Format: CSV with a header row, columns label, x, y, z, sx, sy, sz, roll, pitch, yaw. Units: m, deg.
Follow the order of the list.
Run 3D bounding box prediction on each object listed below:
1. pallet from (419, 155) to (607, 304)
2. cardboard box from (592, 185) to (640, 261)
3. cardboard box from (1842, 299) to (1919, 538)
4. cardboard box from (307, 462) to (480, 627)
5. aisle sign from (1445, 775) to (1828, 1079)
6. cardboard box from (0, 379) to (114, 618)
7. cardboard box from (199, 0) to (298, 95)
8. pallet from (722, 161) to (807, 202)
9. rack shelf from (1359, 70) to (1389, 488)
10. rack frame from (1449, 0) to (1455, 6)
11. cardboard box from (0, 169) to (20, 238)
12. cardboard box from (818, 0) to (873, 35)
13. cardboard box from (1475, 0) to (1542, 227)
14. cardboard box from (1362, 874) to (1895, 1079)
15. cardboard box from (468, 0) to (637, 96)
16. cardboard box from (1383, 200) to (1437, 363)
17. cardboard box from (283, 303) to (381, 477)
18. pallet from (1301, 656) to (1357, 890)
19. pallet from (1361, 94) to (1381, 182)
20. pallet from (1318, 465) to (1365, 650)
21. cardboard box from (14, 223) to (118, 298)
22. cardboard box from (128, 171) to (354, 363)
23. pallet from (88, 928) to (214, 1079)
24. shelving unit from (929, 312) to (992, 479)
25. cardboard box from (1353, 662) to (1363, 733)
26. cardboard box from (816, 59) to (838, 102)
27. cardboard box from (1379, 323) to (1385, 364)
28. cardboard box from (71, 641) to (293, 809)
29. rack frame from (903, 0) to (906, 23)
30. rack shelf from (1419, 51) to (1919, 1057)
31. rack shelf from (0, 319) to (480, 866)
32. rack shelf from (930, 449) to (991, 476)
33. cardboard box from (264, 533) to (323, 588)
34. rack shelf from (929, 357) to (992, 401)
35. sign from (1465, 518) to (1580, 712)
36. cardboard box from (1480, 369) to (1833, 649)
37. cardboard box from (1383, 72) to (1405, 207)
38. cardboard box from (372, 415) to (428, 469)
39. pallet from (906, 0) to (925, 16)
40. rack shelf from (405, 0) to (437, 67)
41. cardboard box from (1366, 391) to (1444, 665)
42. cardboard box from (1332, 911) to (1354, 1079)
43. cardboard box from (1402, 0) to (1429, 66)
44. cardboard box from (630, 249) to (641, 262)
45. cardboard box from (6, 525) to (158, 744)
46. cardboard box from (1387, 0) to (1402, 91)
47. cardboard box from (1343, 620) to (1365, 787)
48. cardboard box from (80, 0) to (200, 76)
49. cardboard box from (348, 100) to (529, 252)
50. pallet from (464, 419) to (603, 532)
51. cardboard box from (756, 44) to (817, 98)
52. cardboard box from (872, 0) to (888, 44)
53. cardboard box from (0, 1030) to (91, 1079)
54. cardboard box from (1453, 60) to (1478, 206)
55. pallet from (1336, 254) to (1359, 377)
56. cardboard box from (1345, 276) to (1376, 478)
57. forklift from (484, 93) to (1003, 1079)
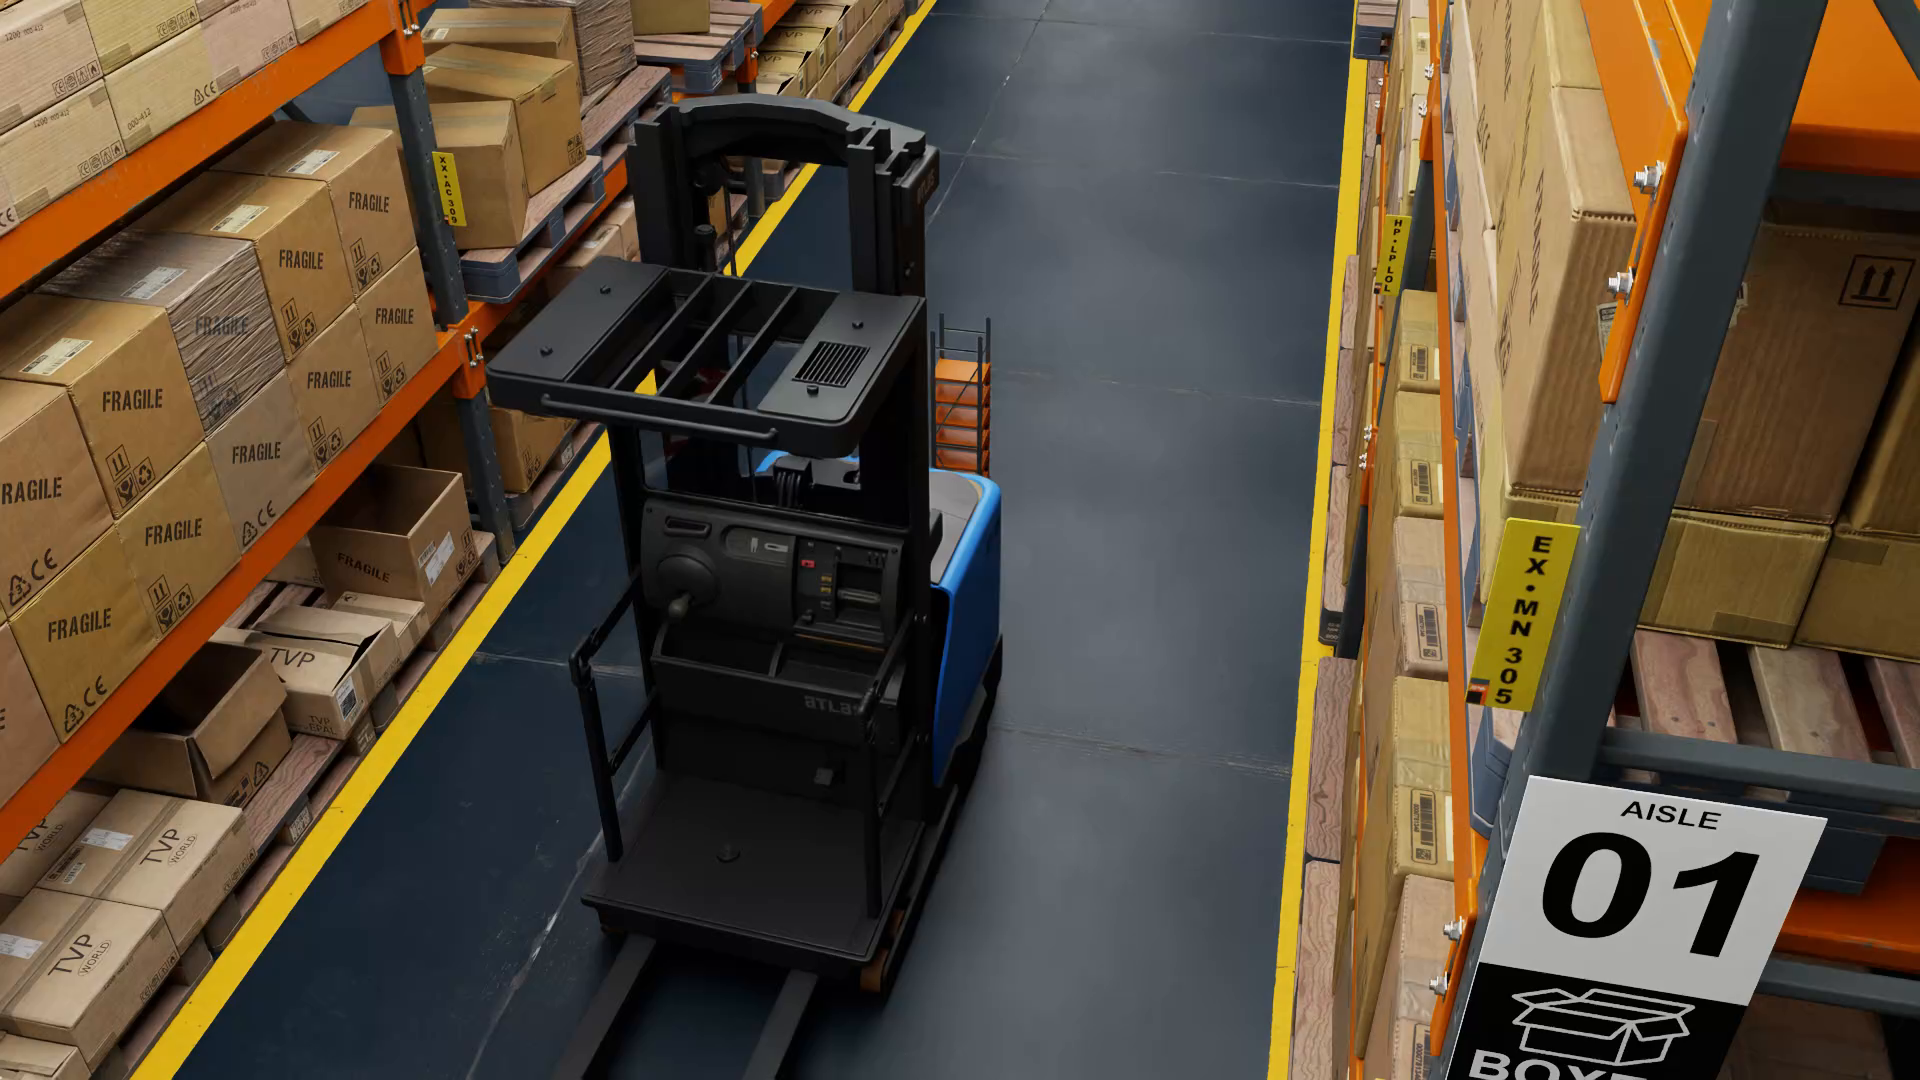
label,x,y,z,sx,sy,sz,roll,pitch,yaw
pallet,-2.403,-1.553,8.000,1.003,0.211,1.213,7,37,10
cardboard box,-2.019,-1.763,9.243,0.500,0.250,0.500,7,36,9
cardboard box,1.697,-0.330,2.639,0.500,0.500,0.500,6,36,8
cardboard box,-2.525,0.010,7.435,0.500,0.500,0.500,7,37,10
aisle sign,0.997,0.677,2.545,0.394,0.787,0.004,7,37,10
cardboard box,-2.967,-0.146,4.959,0.500,0.500,0.500,8,37,11
cardboard box,-2.642,-1.742,5.670,0.500,0.250,0.500,7,37,10
pallet,-1.612,-2.817,11.957,1.003,0.211,1.213,7,37,10
rack shelf,2.587,-1.423,8.270,1.077,0.370,4.000,7,37,10
rack frame,2.160,-2.996,4.716,1.000,3.000,0.127,7,37,10
cardboard box,-2.952,-0.881,4.482,0.500,0.250,0.500,7,37,10
cardboard box,-0.992,-4.203,13.001,0.500,0.311,0.500,7,37,10
cardboard box,1.416,-0.981,3.538,0.500,0.500,0.500,6,36,8
cardboard box,1.404,1.311,3.630,0.980,0.700,0.700,9,37,12
cardboard box,-2.233,-2.814,9.134,0.700,0.500,0.500,14,38,19
cardboard box,2.012,-1.032,6.763,0.500,0.500,0.500,7,36,9
cardboard box,-2.646,-0.612,6.453,0.500,0.500,0.500,8,37,11
pallet,1.921,0.988,6.707,1.003,0.211,1.213,7,37,10
pallet,3.445,-2.876,12.039,1.003,0.211,1.213,7,37,10
pallet,2.251,0.110,7.918,1.003,0.211,1.213,7,37,10
cardboard box,-3.276,-0.806,5.869,0.500,0.500,0.500,6,36,9
cardboard box,-2.643,-1.015,6.157,0.500,0.500,0.500,7,36,9
pallet,-3.349,1.736,5.676,1.003,0.211,1.213,7,37,10
shelving unit,0.003,-0.494,7.909,0.258,1.200,0.189,7,37,10
cardboard box,1.648,0.602,6.083,0.380,0.149,0.250,8,37,12
cardboard box,-1.216,-3.386,12.352,0.500,0.250,0.500,6,36,9
cardboard box,1.986,-0.851,7.065,0.380,0.149,0.250,8,37,11
cardboard box,-3.077,0.724,6.447,0.797,0.503,0.637,7,37,10
rack frame,-0.972,-5.772,13.658,1.000,3.000,0.127,7,37,10
rack shelf,1.732,-0.344,4.225,1.077,0.370,4.000,7,37,10
rack shelf,-3.108,0.252,5.959,1.077,0.370,4.000,7,37,10
rack shelf,0.003,-0.361,8.006,0.258,0.103,0.180,7,37,10
cardboard box,-2.982,-0.062,7.696,0.500,0.311,0.500,7,37,10
rack shelf,0.003,-0.750,7.724,0.258,0.103,0.180,7,37,10
sign,0.778,0.109,2.300,0.100,0.325,0.005,7,37,10
cardboard box,1.202,-0.091,2.949,0.500,0.250,0.500,8,37,11
cardboard box,2.328,-1.900,7.960,0.500,0.500,0.500,8,37,11
cardboard box,-2.855,-0.671,8.375,0.500,0.500,0.500,7,37,10
pallet,-0.761,-5.094,15.099,1.003,0.211,1.213,7,37,10
rack shelf,-2.253,-3.256,8.243,1.077,0.370,4.000,7,37,10
cardboard box,1.866,0.038,5.386,0.980,0.700,0.700,6,36,9
cardboard box,1.571,1.579,5.288,0.700,0.500,0.500,6,36,8
cardboard box,2.448,-2.510,8.162,0.500,0.250,0.500,8,37,10
cardboard box,-2.014,-1.481,9.493,0.500,0.500,0.500,6,36,8
cardboard box,-2.968,0.262,5.248,0.500,0.500,0.500,7,37,10
cardboard box,2.660,-2.783,9.178,0.500,0.500,0.500,8,37,11
cardboard box,1.900,0.691,6.513,0.700,0.500,0.500,8,37,11
cardboard box,-2.738,-1.657,5.126,0.500,0.250,0.500,7,37,10
cardboard box,-2.361,-1.640,7.514,0.700,0.500,0.500,-4,36,-6
pallet,-2.544,-0.528,8.799,1.003,0.211,1.213,7,37,10
cardboard box,-1.324,-3.329,11.794,0.500,0.311,0.500,6,36,9
cardboard box,-0.887,-4.265,13.564,0.500,0.250,0.500,7,36,9
cardboard box,-3.056,1.736,5.338,0.380,0.166,0.250,7,37,10
cardboard box,1.529,-0.983,4.179,0.500,0.250,0.500,6,36,9
pallet,2.772,-1.289,9.848,1.003,0.211,1.213,7,37,10
cardboard box,2.358,-0.766,8.224,0.750,0.750,0.750,8,37,11
forklift,-0.704,0.186,5.496,1.130,2.935,3.031,9,37,13
